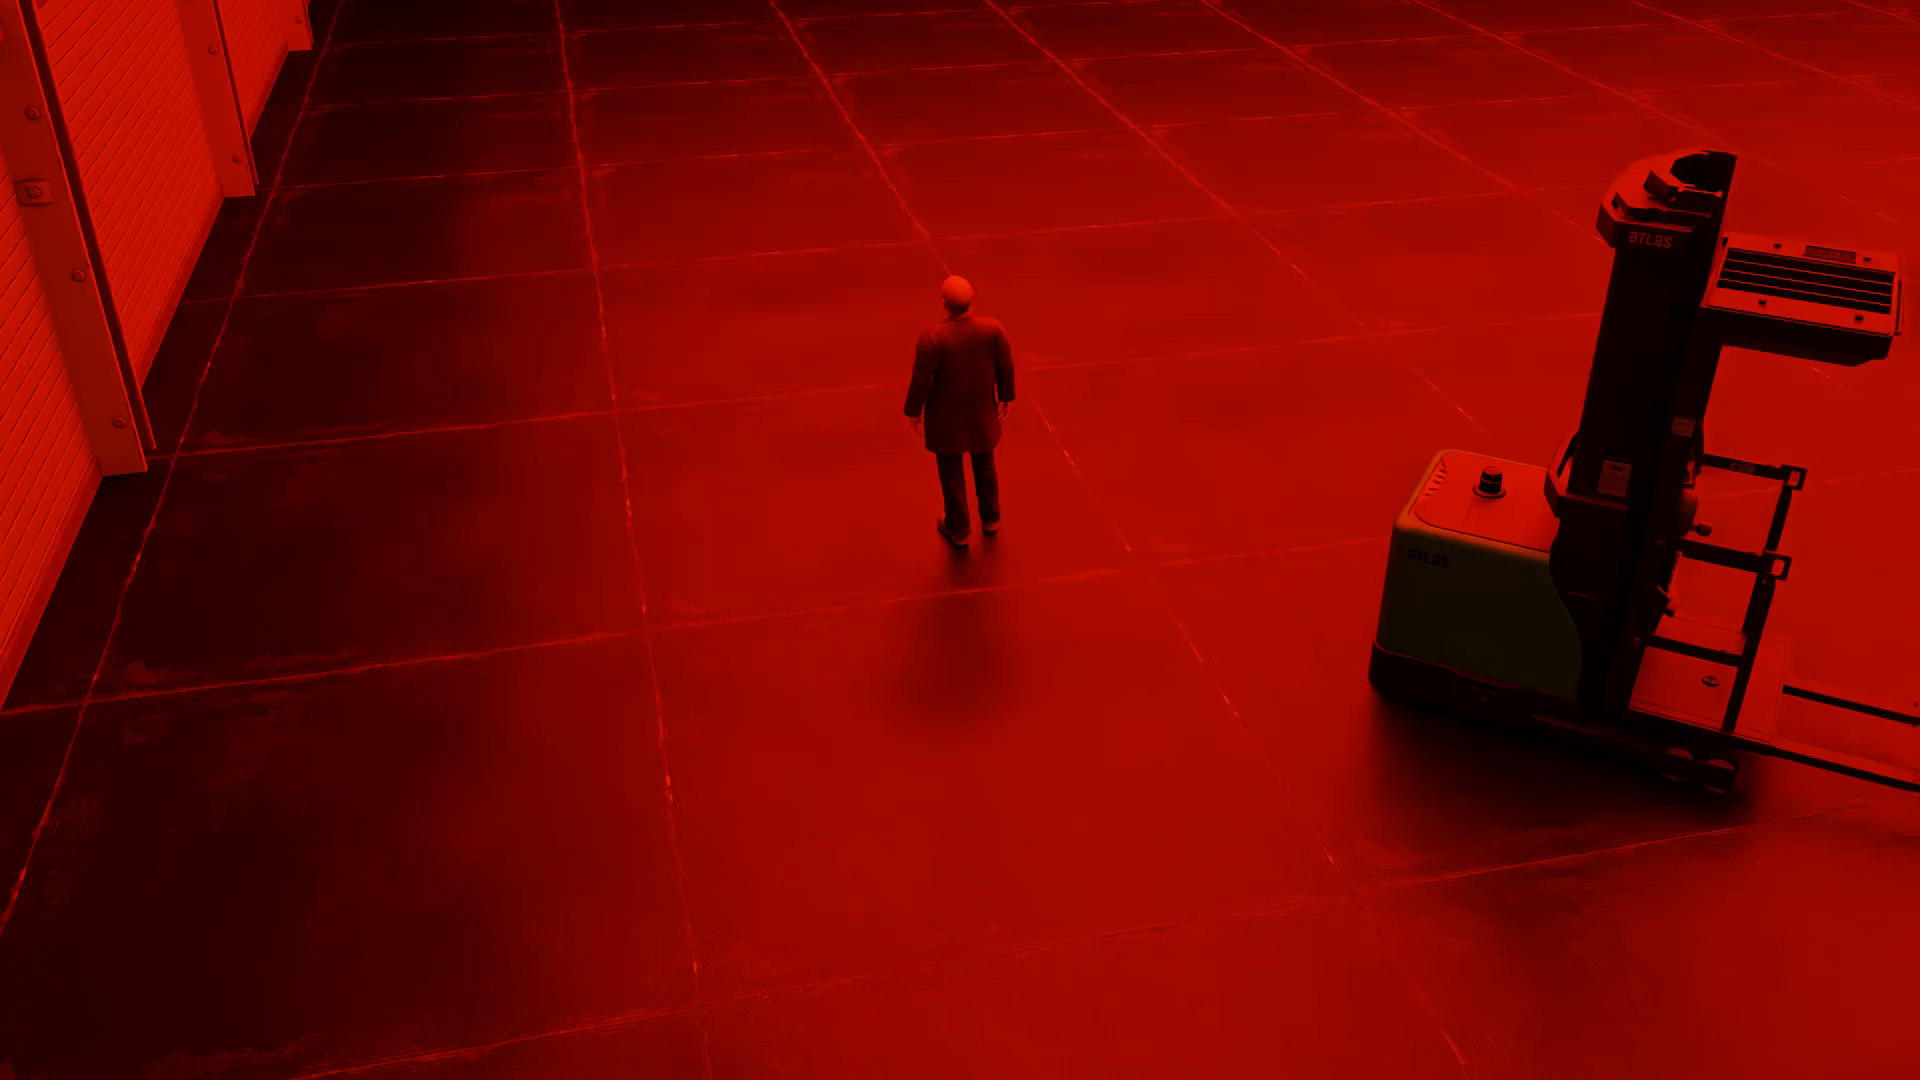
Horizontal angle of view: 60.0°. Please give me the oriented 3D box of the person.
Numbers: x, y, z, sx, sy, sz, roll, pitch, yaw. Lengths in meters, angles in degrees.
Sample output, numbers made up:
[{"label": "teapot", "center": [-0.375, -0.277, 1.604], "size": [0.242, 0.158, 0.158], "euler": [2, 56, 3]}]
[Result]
[{"label": "person", "center": [-0.018, -0.821, 10.129], "size": [0.698, 1.778, 0.579], "euler": [-7, 31, -12]}]

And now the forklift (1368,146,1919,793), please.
[{"label": "forklift", "center": [3.770, -0.310, 8.110], "size": [3.031, 2.935, 1.130], "euler": [15, 33, 24]}]
